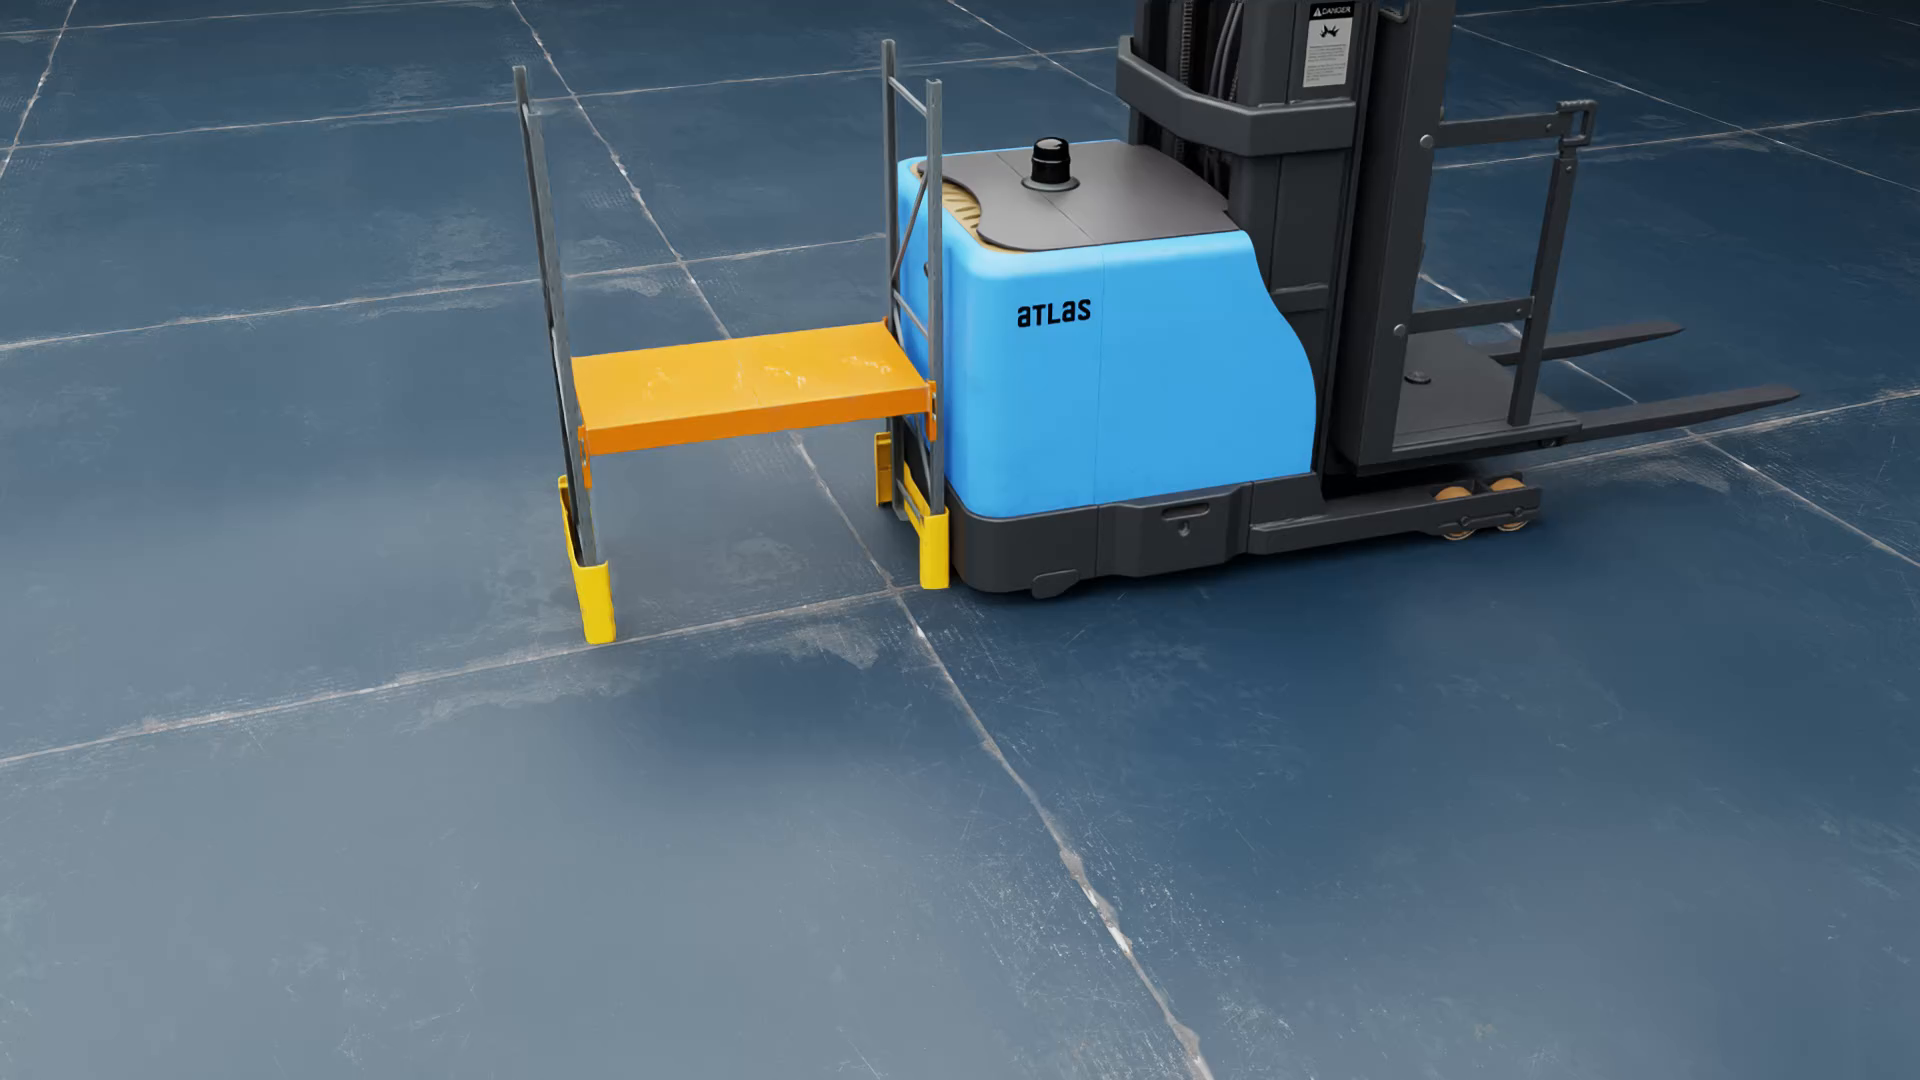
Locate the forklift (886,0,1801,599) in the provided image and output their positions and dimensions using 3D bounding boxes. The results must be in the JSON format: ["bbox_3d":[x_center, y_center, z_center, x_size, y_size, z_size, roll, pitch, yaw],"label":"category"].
[{"bbox_3d":[1.329,-1.514,4.946,3.031,2.935,1.130,-9,31,-15],"label":"forklift"}]

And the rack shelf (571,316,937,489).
[{"bbox_3d":[-0.620,-0.414,4.825,1.000,0.185,0.538,-9,31,-15],"label":"rack shelf"}]

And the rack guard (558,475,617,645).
[{"bbox_3d":[-1.104,0.047,4.915,0.087,0.250,0.587,-9,31,-15],"label":"rack guard"}]

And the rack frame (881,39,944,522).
[{"bbox_3d":[-0.134,-0.645,4.867,0.032,1.500,0.500,-9,31,-15],"label":"rack frame"}]

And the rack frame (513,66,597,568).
[{"bbox_3d":[-1.105,-0.496,4.605,0.032,1.500,0.500,-9,31,-15],"label":"rack frame"}]

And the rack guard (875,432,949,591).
[{"bbox_3d":[-0.153,-0.099,5.172,0.087,0.250,0.587,-9,31,-15],"label":"rack guard"}]

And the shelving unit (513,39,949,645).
[{"bbox_3d":[-0.628,-0.569,4.734,1.083,1.500,0.587,-9,31,-15],"label":"shelving unit"}]
